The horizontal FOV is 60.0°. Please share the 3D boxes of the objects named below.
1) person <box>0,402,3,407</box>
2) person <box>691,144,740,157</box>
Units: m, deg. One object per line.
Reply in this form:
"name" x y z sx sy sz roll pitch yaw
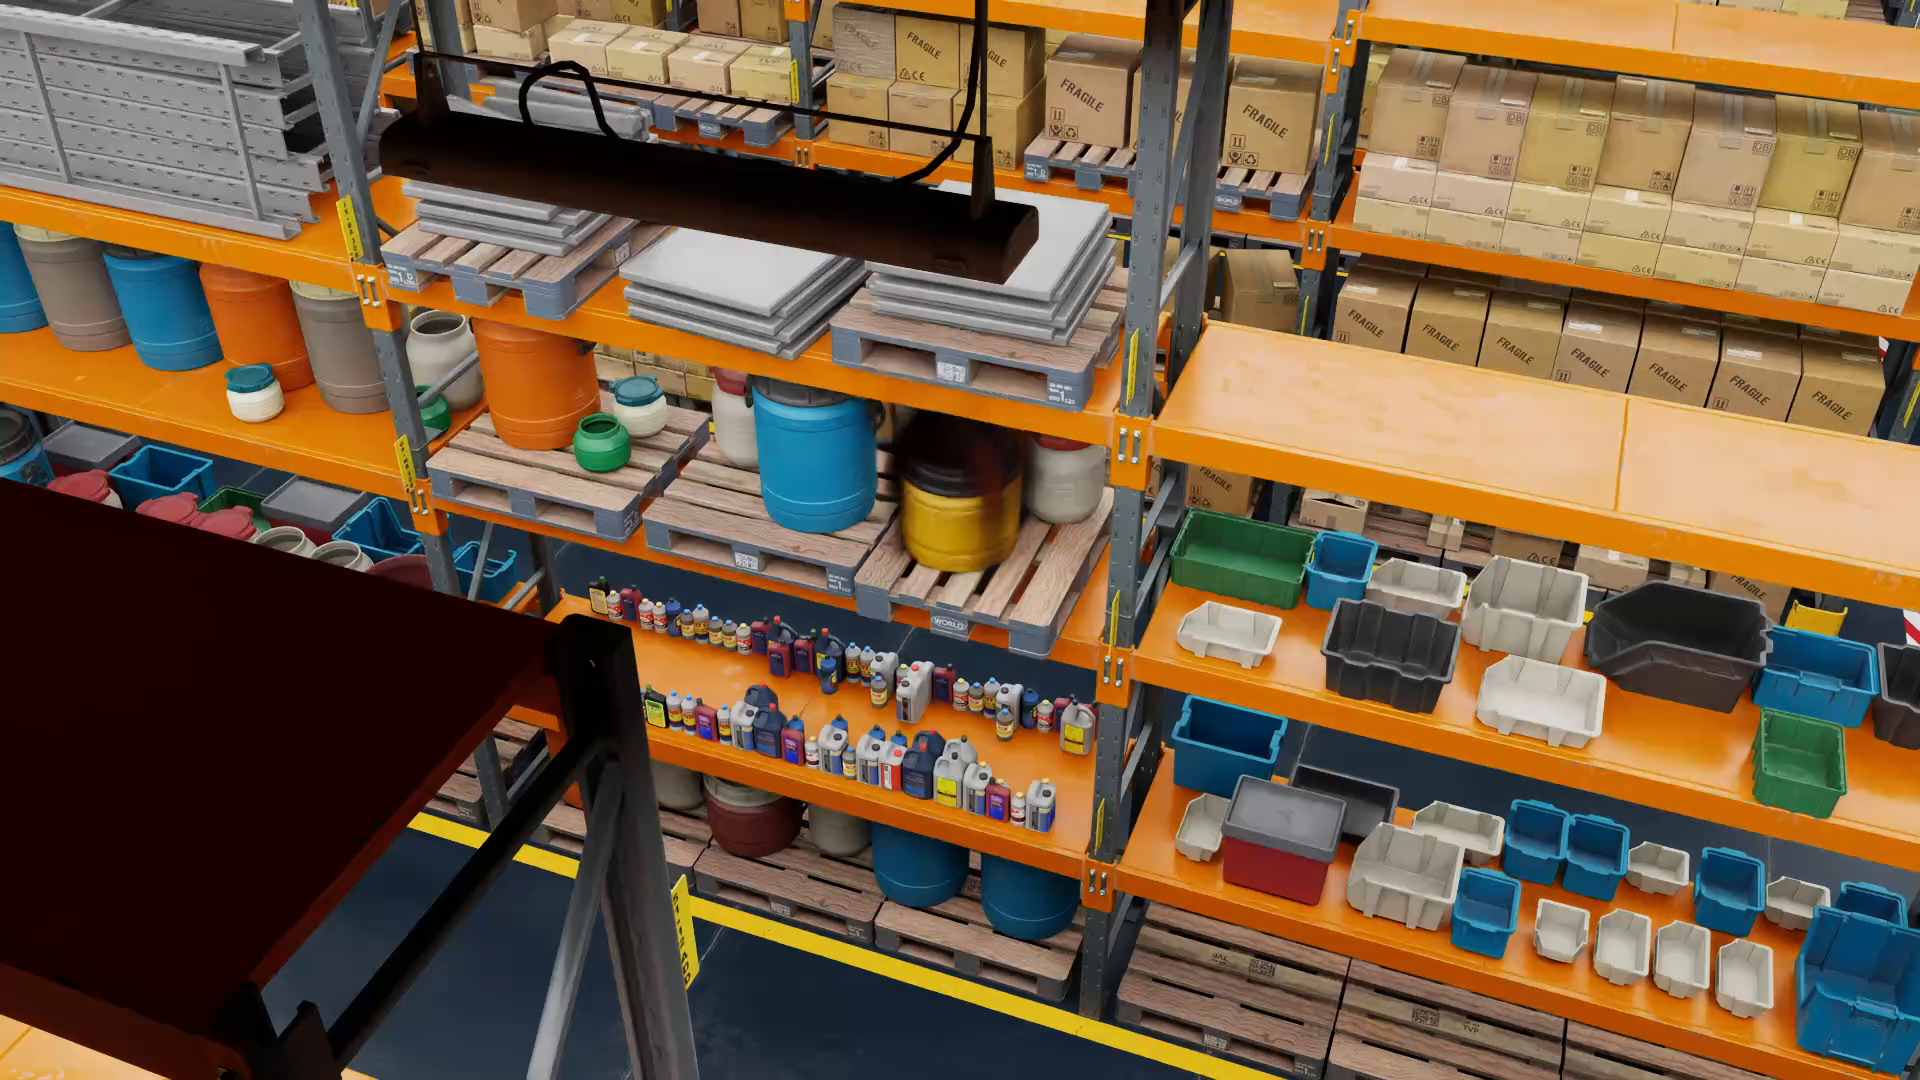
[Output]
"person" -8.166 -1.260 13.708 0.495 1.666 0.397 13 39 17
"person" -2.599 -4.270 17.662 0.574 1.760 0.543 -20 41 -25
